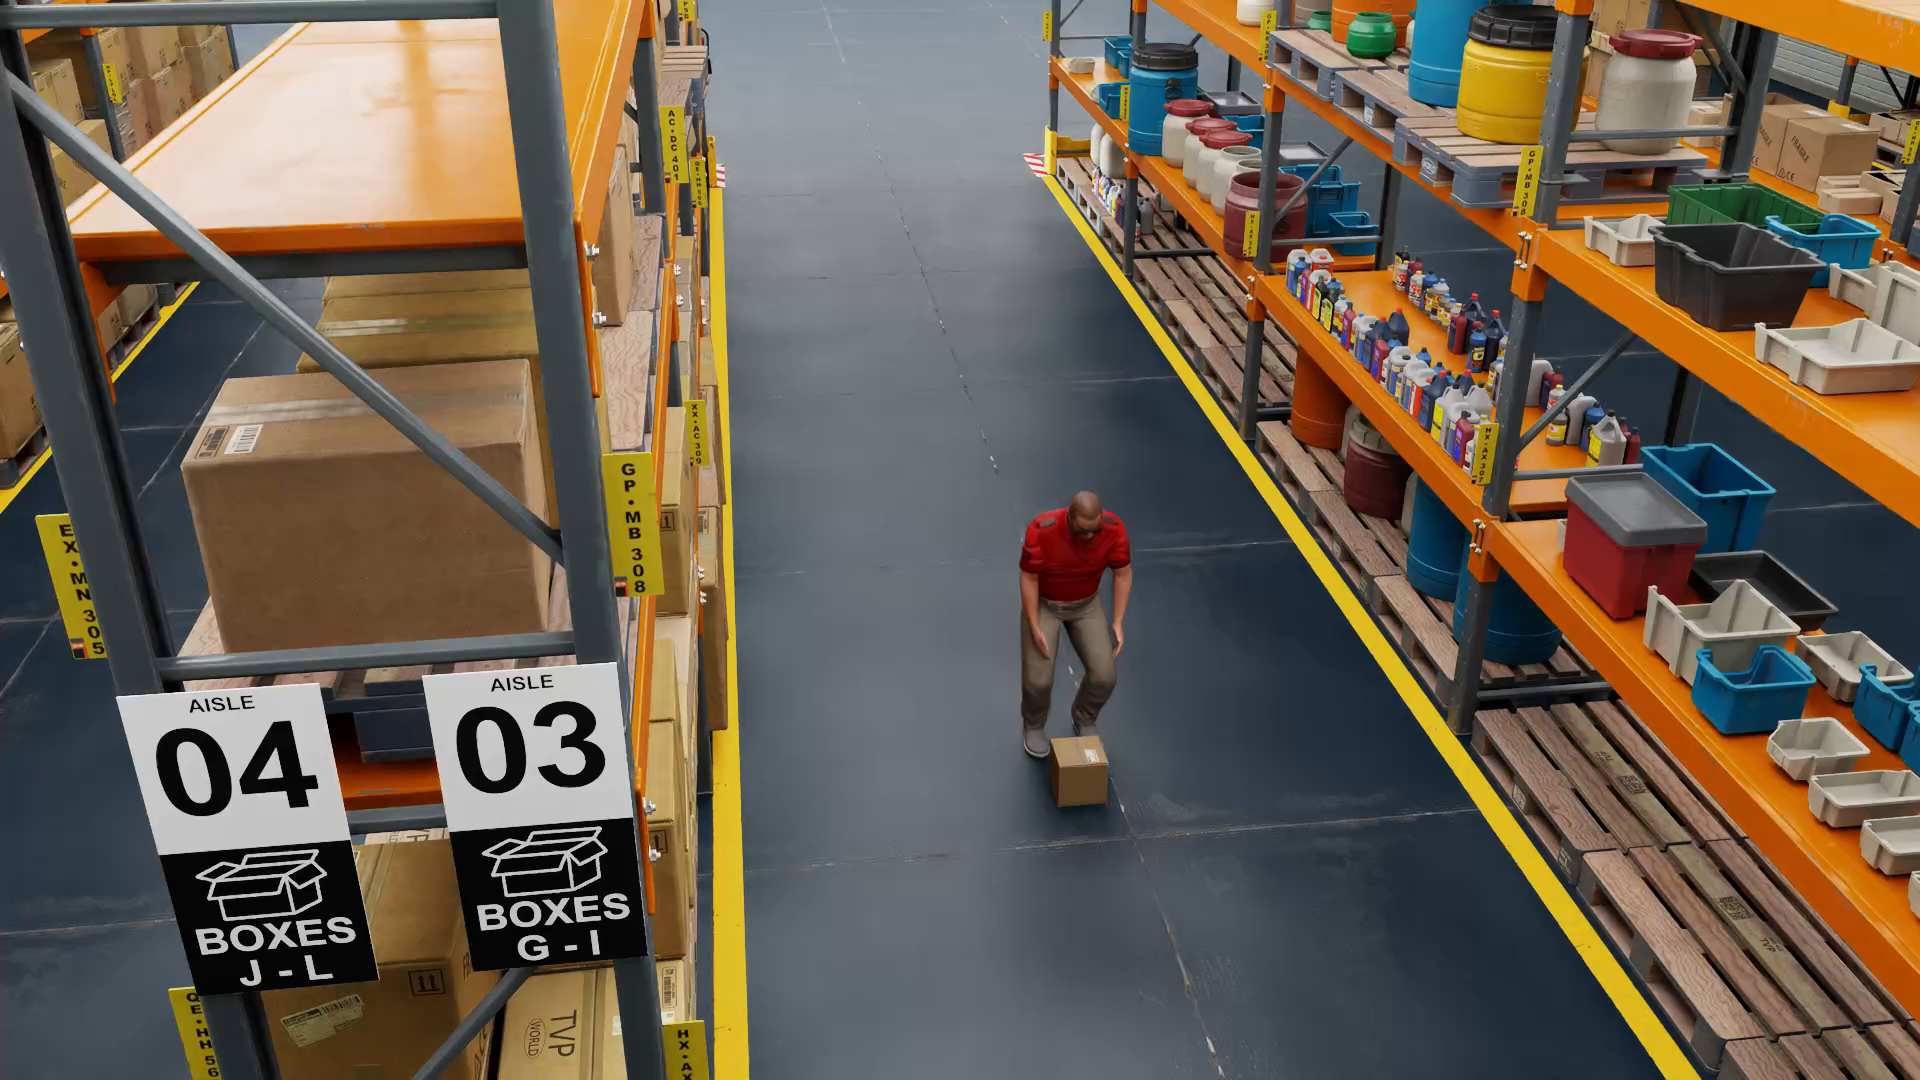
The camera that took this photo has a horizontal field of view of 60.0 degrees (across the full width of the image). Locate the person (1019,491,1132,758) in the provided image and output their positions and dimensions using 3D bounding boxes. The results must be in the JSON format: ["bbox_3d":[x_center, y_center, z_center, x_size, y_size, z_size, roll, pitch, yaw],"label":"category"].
[{"bbox_3d":[0.580,0.387,8.559,0.581,1.560,0.574,-3,27,-6],"label":"person"}]
